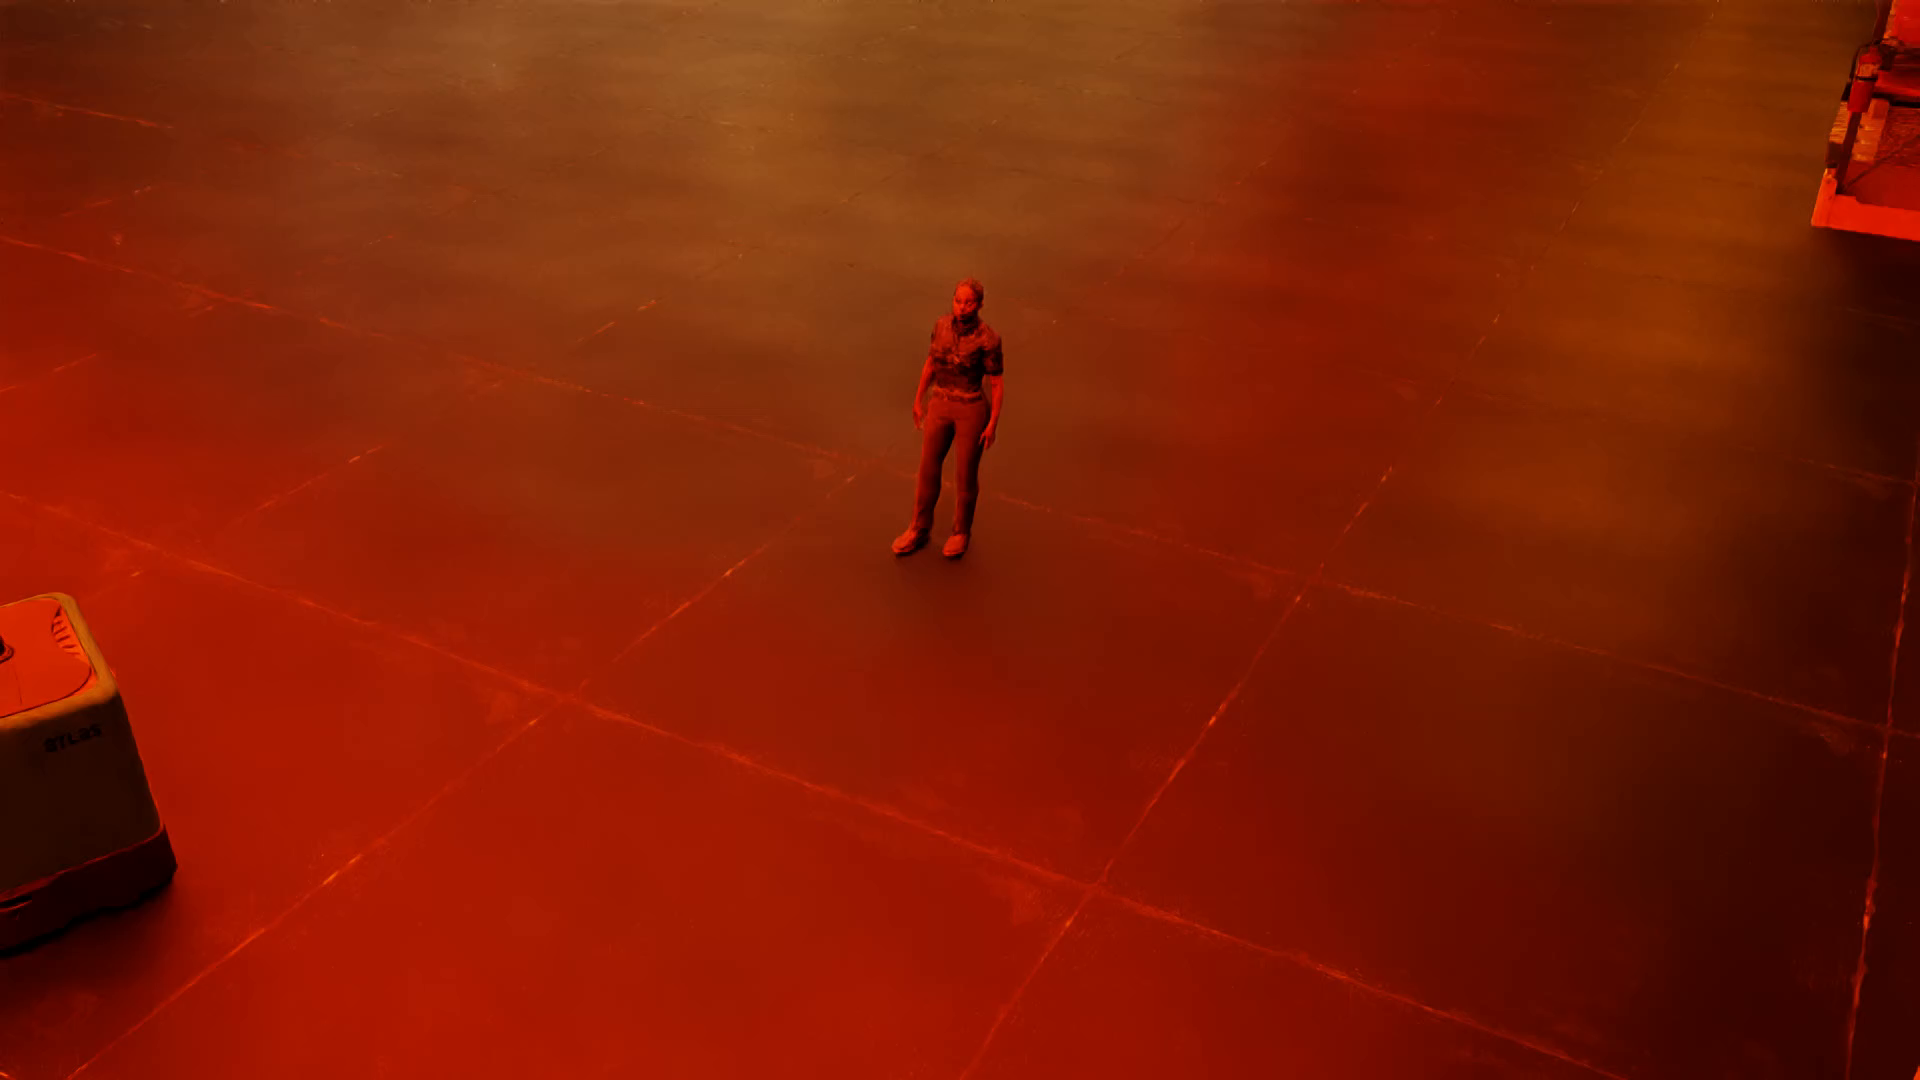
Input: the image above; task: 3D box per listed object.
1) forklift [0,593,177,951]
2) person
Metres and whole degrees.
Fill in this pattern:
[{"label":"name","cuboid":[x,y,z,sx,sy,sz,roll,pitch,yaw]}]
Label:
[{"label":"forklift","cuboid":[-4.948,0.502,6.201,3.031,2.935,1.130,-20,36,-31]},{"label":"person","cuboid":[-0.059,-0.689,9.527,0.570,1.654,0.503,15,33,25]}]
